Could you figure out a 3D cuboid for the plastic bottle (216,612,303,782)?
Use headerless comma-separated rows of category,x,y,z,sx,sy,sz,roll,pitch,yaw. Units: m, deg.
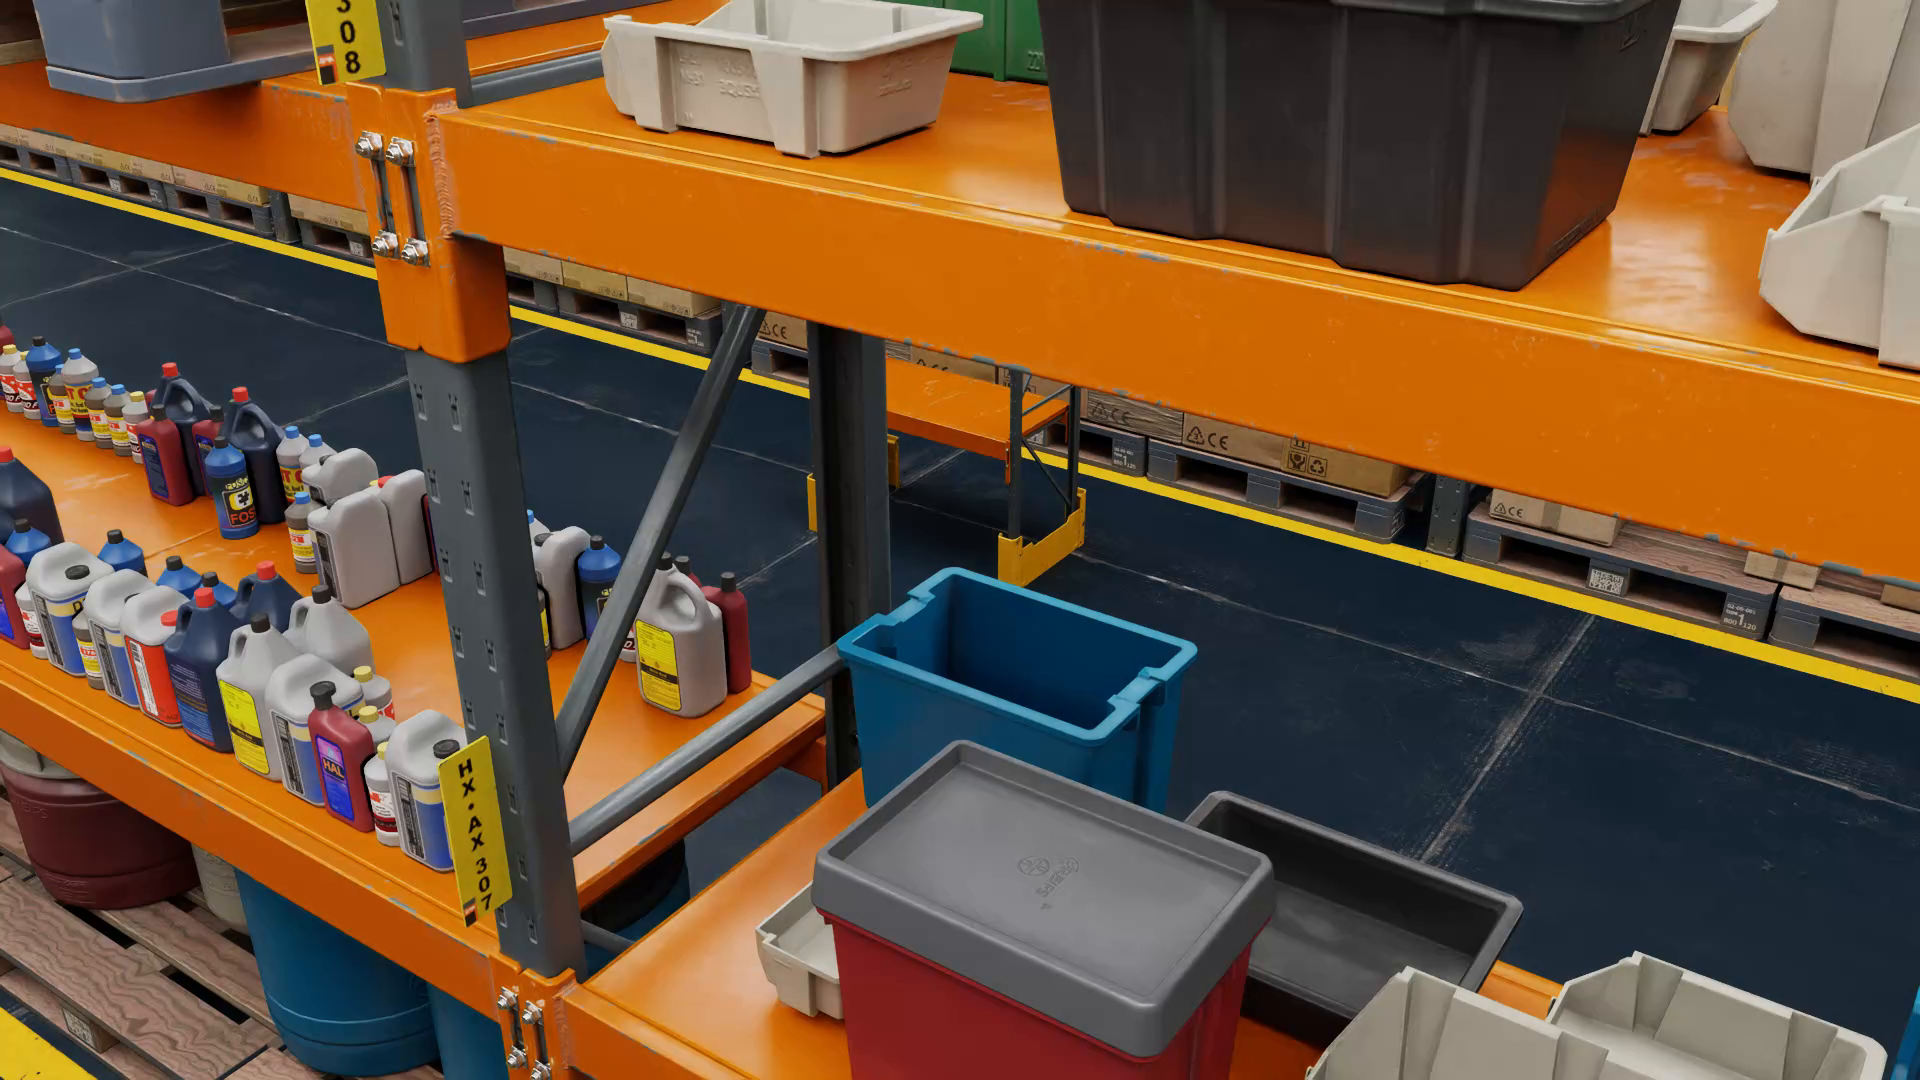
plastic bottle,-1.416,0.303,3.403,0.185,0.351,0.144,17,32,30

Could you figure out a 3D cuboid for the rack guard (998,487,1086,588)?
rack guard,0.348,-0.003,6.980,0.087,0.250,0.587,17,32,30

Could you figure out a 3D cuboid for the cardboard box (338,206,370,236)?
cardboard box,-3.647,-2.145,10.726,0.500,0.250,0.500,18,32,32

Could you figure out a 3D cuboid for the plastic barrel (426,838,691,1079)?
plastic barrel,-0.912,0.996,3.836,0.708,0.901,0.600,17,32,30

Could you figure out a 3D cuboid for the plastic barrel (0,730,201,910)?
plastic barrel,-2.427,0.664,4.834,0.708,0.588,0.600,17,32,30

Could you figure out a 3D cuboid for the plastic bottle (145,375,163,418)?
plastic bottle,-2.253,-0.343,4.745,0.133,0.283,0.061,17,32,30

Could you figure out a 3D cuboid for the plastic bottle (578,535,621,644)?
plastic bottle,-0.830,0.116,3.857,0.097,0.271,0.097,0,27,0

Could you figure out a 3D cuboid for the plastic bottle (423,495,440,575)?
plastic bottle,-1.266,-0.035,4.141,0.133,0.283,0.061,17,32,30

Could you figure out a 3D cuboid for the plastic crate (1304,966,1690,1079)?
plastic crate,0.681,0.881,2.275,0.530,0.282,0.437,17,32,30

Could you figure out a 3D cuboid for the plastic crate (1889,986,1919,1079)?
plastic crate,1.474,0.868,2.356,0.300,0.233,0.416,17,32,30

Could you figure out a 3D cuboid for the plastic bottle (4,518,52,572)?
plastic bottle,-2.187,0.077,3.933,0.097,0.271,0.097,0,27,0

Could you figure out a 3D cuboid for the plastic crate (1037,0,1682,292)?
plastic crate,0.396,-0.463,1.689,0.590,0.269,0.497,17,32,30

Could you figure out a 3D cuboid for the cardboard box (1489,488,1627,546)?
cardboard box,2.558,-0.266,6.944,0.500,0.311,0.500,17,32,30

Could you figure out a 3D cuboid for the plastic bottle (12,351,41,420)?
plastic bottle,-2.840,-0.479,5.103,0.097,0.201,0.097,0,27,0

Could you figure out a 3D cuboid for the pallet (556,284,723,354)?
pallet,-1.619,-1.467,9.900,1.213,0.211,1.003,17,32,30

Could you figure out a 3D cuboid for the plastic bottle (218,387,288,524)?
plastic bottle,-1.883,-0.235,4.459,0.185,0.351,0.144,17,32,30

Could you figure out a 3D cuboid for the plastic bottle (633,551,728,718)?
plastic bottle,-0.613,0.194,3.615,0.185,0.351,0.144,17,32,30

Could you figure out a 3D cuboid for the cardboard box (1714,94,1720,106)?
cardboard box,2.563,-1.721,6.111,0.500,0.500,0.500,18,32,32

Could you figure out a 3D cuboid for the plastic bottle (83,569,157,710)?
plastic bottle,-1.809,0.211,3.664,0.135,0.276,0.152,17,32,30

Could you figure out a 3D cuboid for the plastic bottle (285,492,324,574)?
plastic bottle,-1.649,-0.024,4.210,0.097,0.201,0.097,0,27,0

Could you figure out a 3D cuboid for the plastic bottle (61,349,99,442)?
plastic bottle,-2.599,-0.435,4.940,0.097,0.271,0.097,0,27,0

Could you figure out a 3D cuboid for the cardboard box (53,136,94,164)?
cardboard box,-6.415,-3.023,12.452,0.500,0.250,0.500,17,32,30

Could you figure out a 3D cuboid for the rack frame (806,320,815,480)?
rack frame,-0.489,-0.821,7.209,0.032,1.500,0.500,17,32,30

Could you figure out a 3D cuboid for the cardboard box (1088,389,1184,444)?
cardboard box,0.950,-0.817,7.819,0.500,0.500,0.500,18,32,31

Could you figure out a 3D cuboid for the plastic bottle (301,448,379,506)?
plastic bottle,-1.593,-0.109,4.294,0.135,0.276,0.152,17,32,30

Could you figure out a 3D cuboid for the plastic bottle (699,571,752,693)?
plastic bottle,-0.534,0.193,3.693,0.133,0.283,0.061,17,32,30

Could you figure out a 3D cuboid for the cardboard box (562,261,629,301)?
cardboard box,-1.961,-1.620,9.695,0.500,0.250,0.500,17,31,30

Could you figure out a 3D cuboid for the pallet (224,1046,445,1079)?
pallet,-1.086,1.423,4.220,1.213,0.211,1.003,17,32,30

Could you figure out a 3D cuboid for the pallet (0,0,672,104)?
pallet,-1.175,-1.023,2.854,1.003,0.211,1.213,17,32,30

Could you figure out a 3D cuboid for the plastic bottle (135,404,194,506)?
plastic bottle,-2.182,-0.242,4.546,0.133,0.283,0.061,17,32,30

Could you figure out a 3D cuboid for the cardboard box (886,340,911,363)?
cardboard box,-0.315,-1.210,8.591,0.500,0.500,0.500,16,31,29

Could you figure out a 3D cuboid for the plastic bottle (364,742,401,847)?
plastic bottle,-1.092,0.483,3.213,0.097,0.201,0.097,0,27,0

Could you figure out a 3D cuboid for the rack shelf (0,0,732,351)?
rack shelf,-2.122,-1.135,3.660,4.000,0.370,1.077,17,32,30

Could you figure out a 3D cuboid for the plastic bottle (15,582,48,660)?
plastic bottle,-2.111,0.166,3.837,0.097,0.201,0.097,0,27,0

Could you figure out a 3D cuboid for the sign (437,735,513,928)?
sign,-0.786,0.476,2.702,0.005,0.325,0.100,17,32,30

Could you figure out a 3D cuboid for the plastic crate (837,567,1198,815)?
plastic crate,0.105,0.367,3.173,0.575,0.384,0.392,17,32,30

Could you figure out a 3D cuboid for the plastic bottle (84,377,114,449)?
plastic bottle,-2.519,-0.379,4.907,0.097,0.201,0.097,0,27,0

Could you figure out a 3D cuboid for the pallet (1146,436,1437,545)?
pallet,1.643,-0.408,7.820,1.213,0.211,1.003,17,32,30

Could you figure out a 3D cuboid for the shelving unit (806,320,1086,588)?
shelving unit,-0.063,-0.688,6.948,1.083,1.500,0.587,17,32,30

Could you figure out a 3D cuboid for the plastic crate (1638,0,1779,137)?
plastic crate,0.791,-0.641,2.185,0.466,0.136,0.293,17,32,30

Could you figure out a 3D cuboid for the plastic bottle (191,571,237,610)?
plastic bottle,-1.643,0.197,3.698,0.097,0.271,0.097,0,27,0

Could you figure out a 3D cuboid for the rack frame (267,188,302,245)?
rack frame,-4.260,-3.511,10.842,0.127,3.000,1.000,17,32,30

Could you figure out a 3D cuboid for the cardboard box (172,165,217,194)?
cardboard box,-5.172,-2.642,11.703,0.500,0.250,0.500,17,32,30

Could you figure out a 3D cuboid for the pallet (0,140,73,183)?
pallet,-6.903,-3.115,13.137,1.213,0.211,1.003,17,32,30
